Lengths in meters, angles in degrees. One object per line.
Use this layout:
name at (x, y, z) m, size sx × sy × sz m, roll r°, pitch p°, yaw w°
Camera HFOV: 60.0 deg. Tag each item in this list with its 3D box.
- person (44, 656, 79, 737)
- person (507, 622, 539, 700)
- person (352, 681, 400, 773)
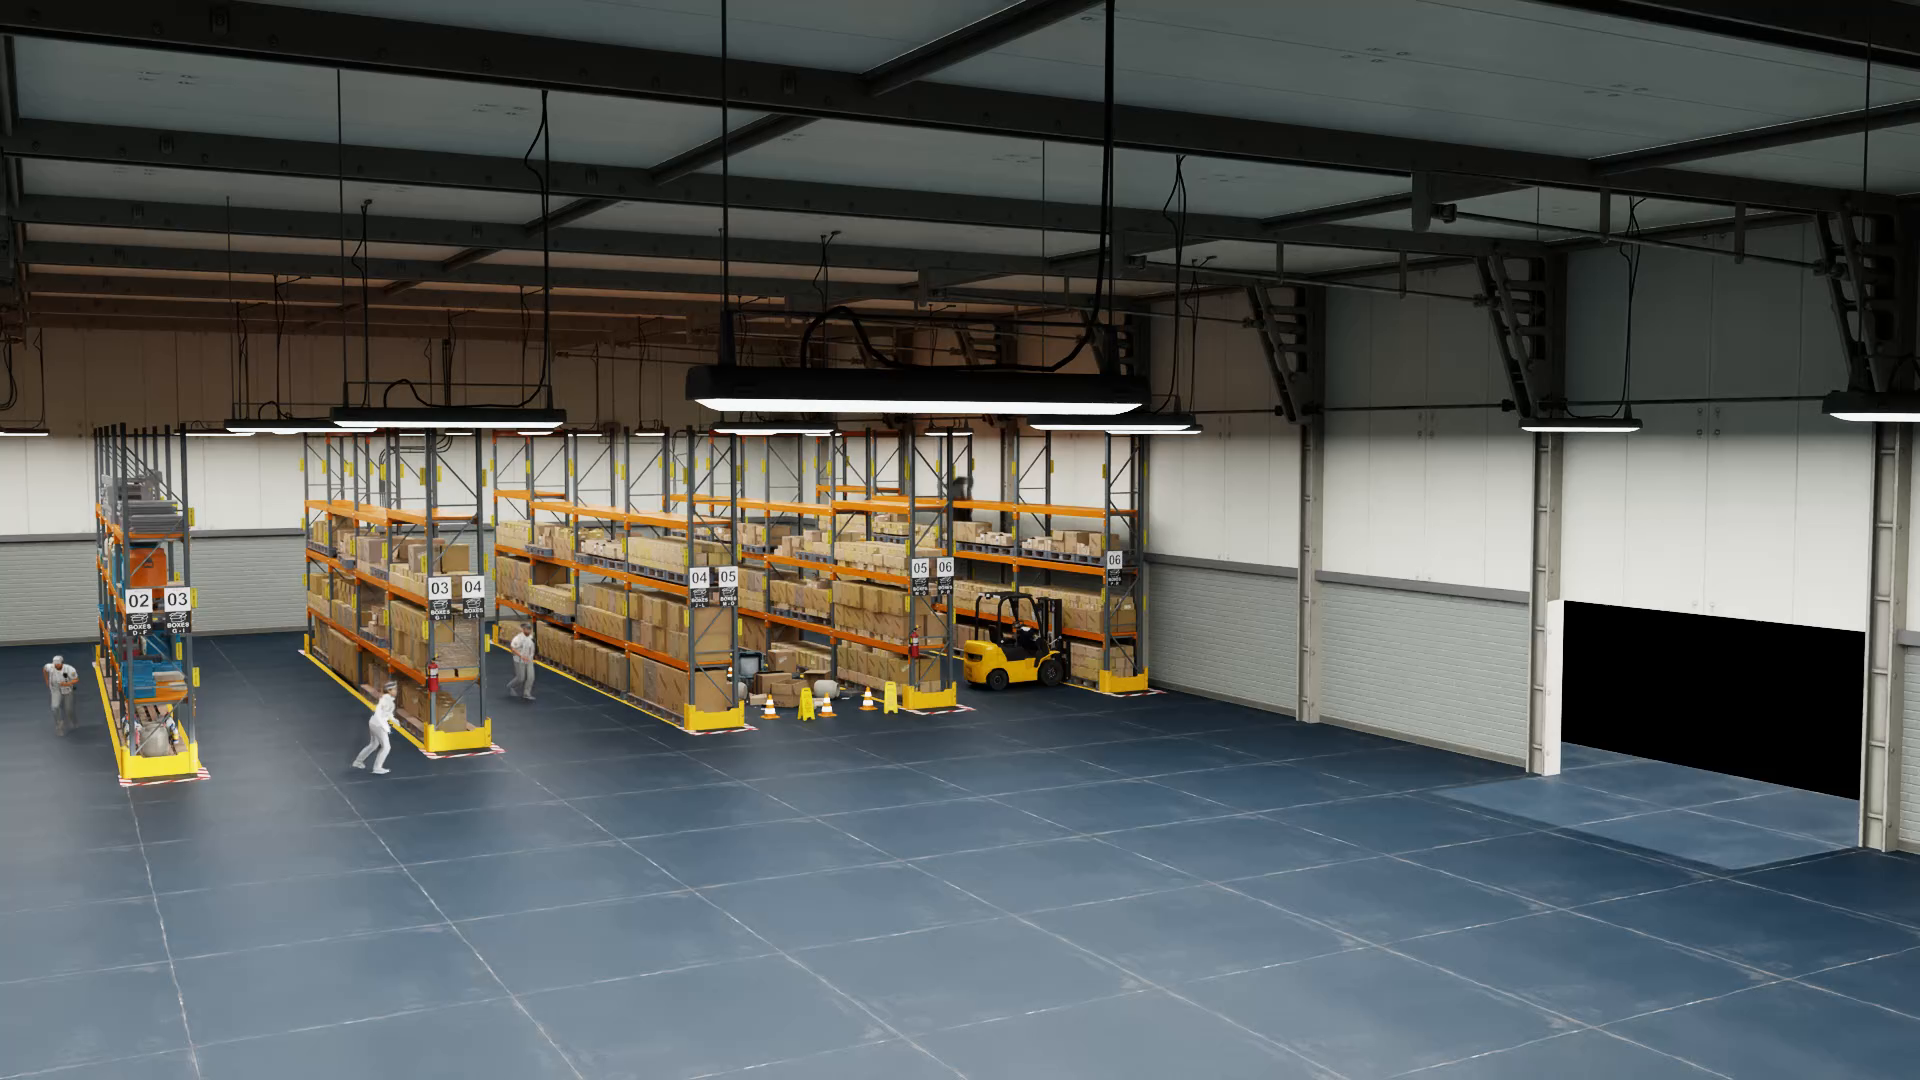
person at (-17.446, 3.013, 32.341) m, size 0.648 × 1.622 × 1.009 m, roll -1°, pitch 4°, yaw -14°
person at (-9.672, 2.649, 36.659) m, size 0.770 × 1.732 × 0.663 m, roll 3°, pitch 4°, yaw 39°
person at (-10.017, 3.206, 28.509) m, size 0.789 × 1.590 × 0.623 m, roll -1°, pitch 4°, yaw -15°
